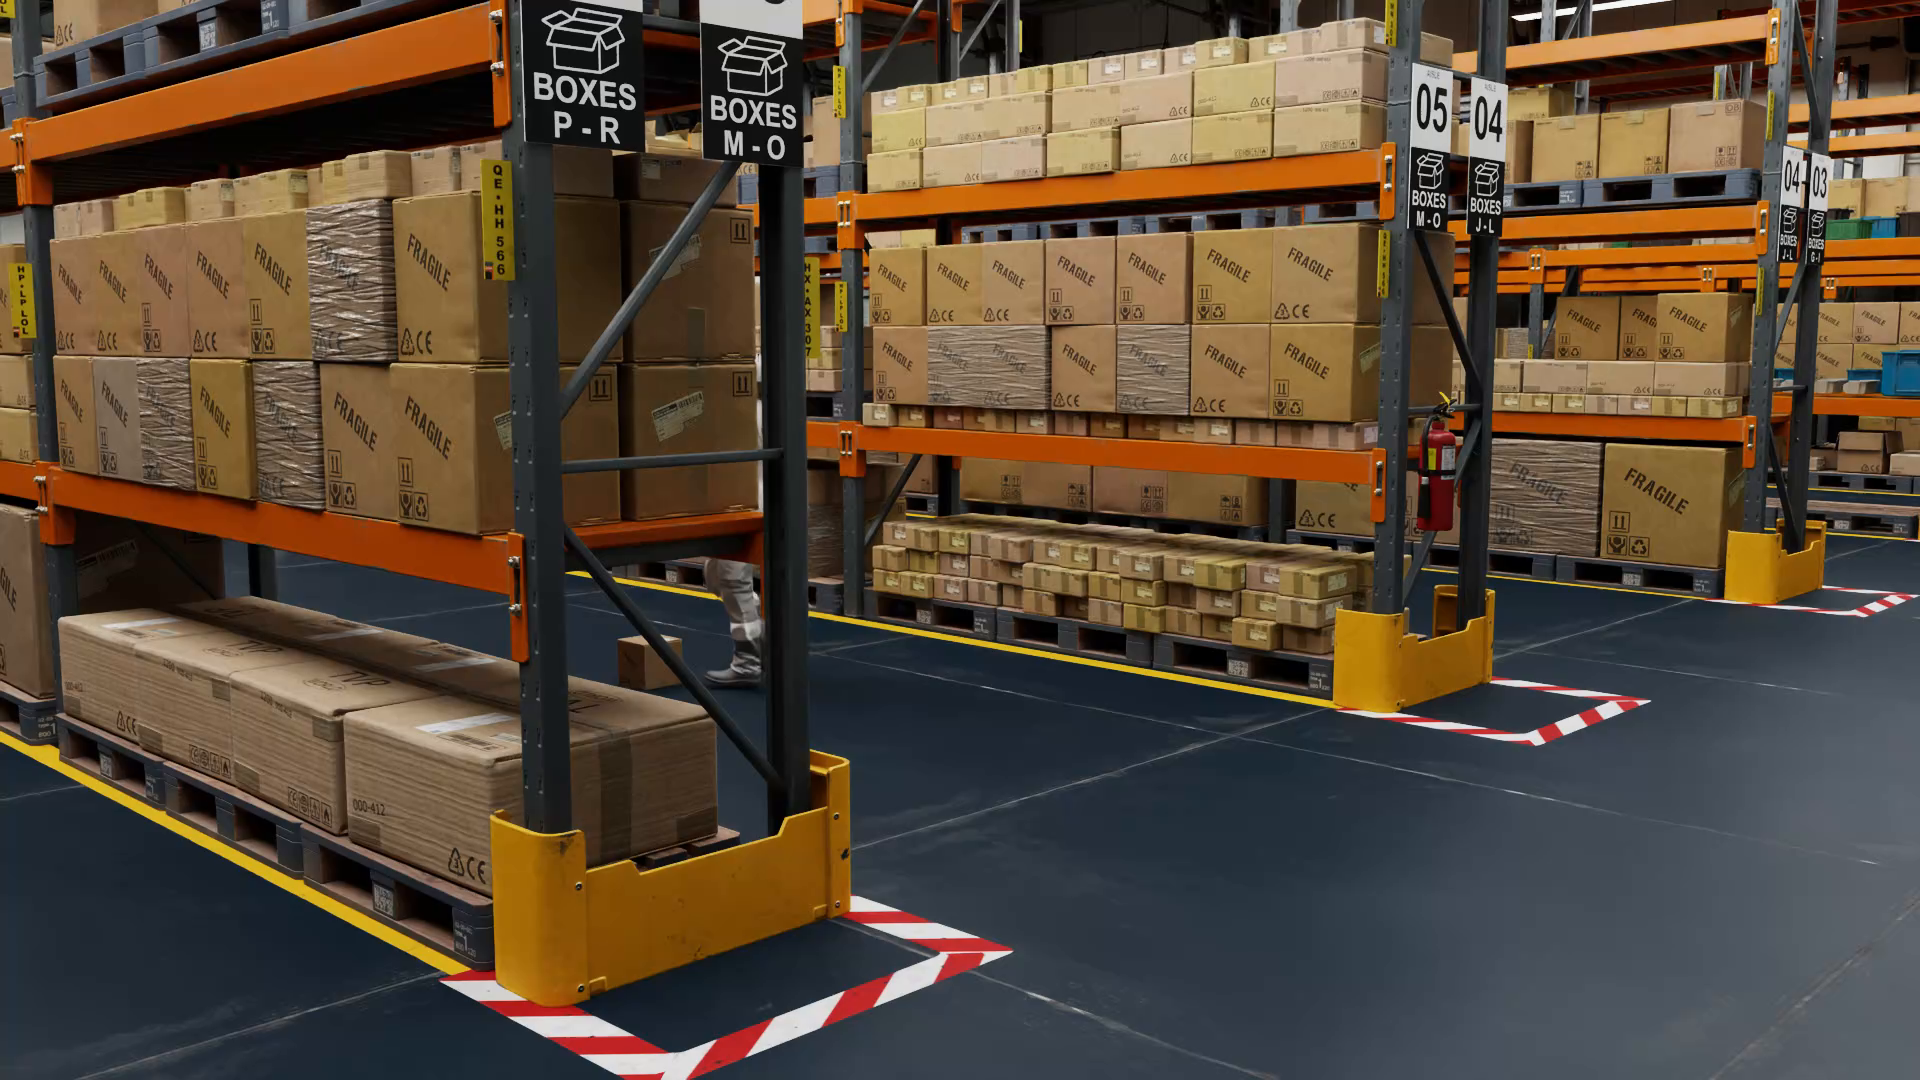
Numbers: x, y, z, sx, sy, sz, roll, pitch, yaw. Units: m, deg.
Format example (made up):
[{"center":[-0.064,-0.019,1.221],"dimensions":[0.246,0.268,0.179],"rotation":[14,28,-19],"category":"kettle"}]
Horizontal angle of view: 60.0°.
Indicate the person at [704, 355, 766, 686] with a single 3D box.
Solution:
[{"center":[-1.195,-0.114,8.909],"dimensions":[0.472,1.785,0.550],"rotation":[1,7,9],"category":"person"}]
